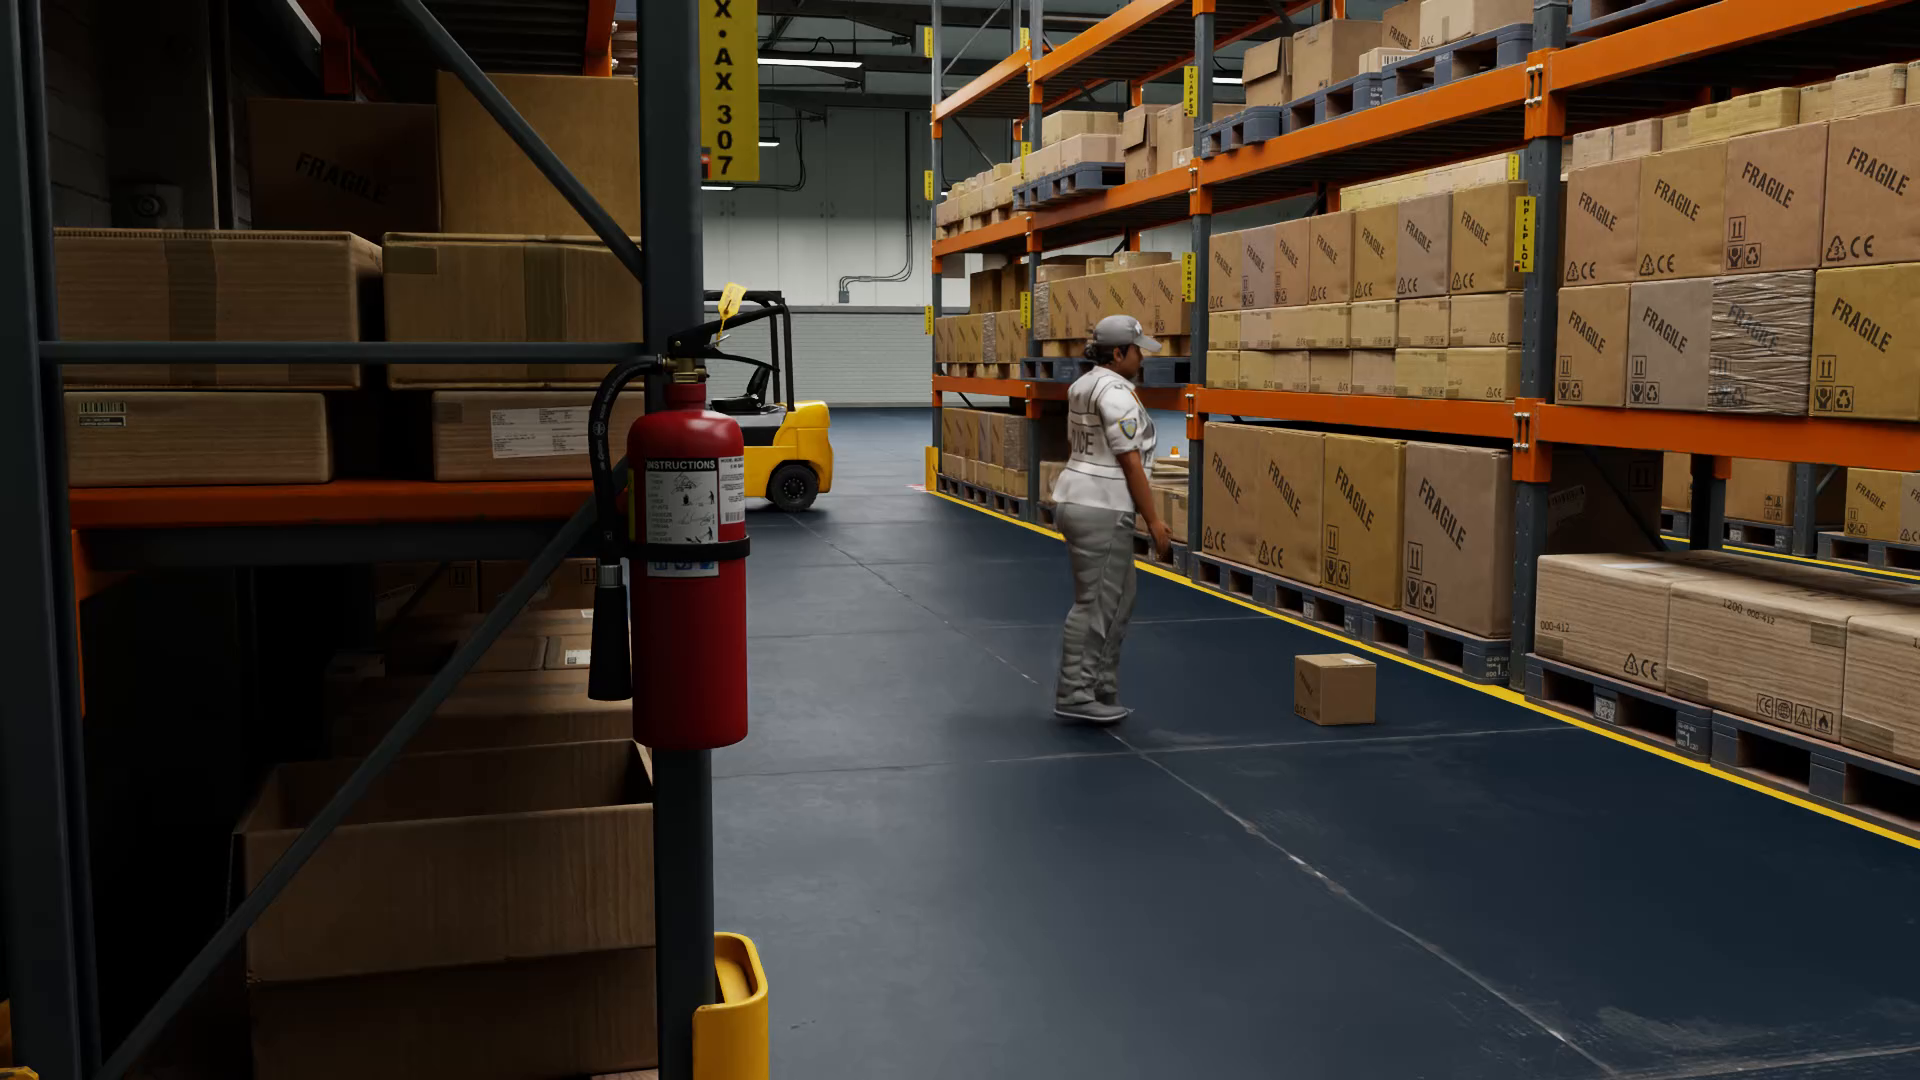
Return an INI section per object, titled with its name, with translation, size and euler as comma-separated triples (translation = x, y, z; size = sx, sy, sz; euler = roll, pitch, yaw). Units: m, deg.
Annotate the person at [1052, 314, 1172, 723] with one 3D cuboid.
[person]
translation = 0.609, -0.058, 6.810
size = 0.458, 1.717, 0.496
euler = -1, 6, -9
